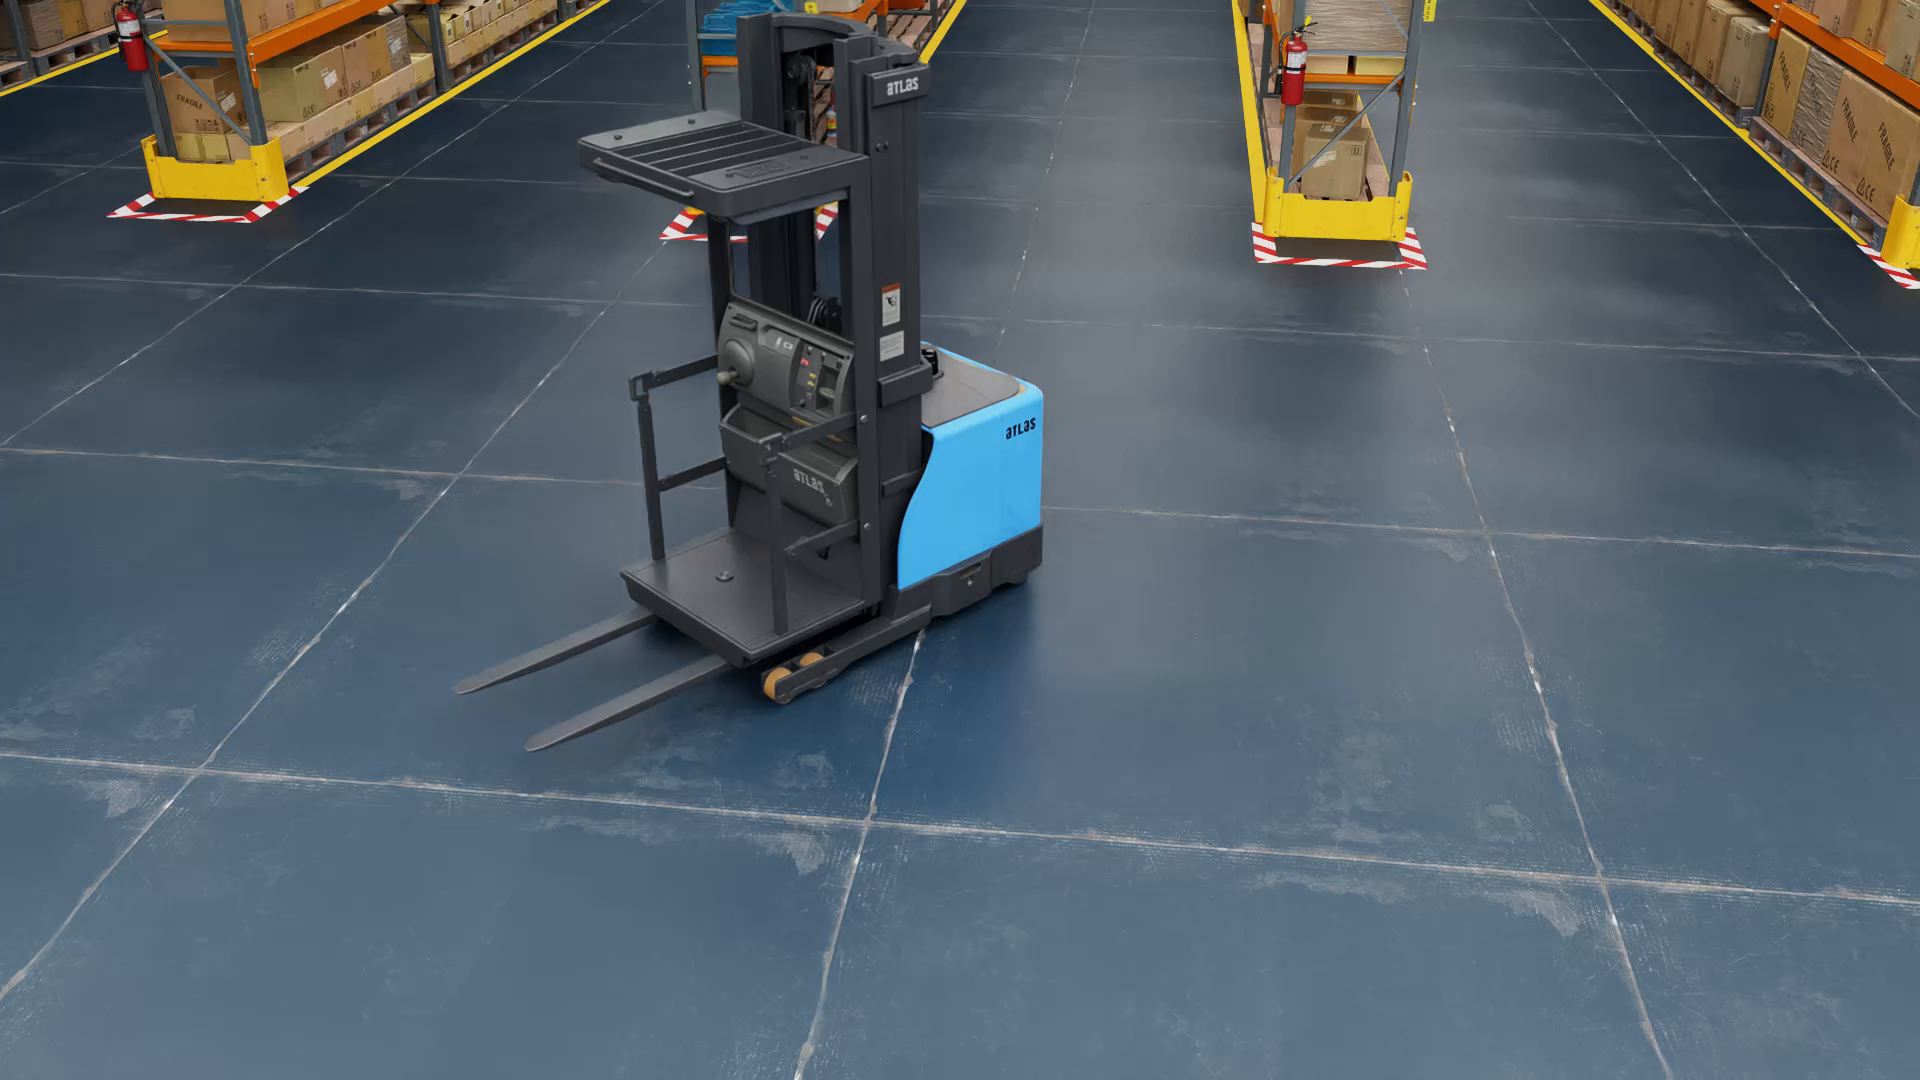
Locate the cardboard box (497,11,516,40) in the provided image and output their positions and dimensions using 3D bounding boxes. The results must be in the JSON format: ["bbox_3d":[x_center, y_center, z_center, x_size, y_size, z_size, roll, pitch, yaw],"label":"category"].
[{"bbox_3d":[-5.711,-6.222,20.092,0.500,0.250,0.500,4,29,7],"label":"cardboard box"}]

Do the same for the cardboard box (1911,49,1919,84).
[{"bbox_3d":[8.058,-3.795,12.974,0.875,0.550,0.550,3,28,6],"label":"cardboard box"}]

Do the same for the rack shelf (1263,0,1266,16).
[{"bbox_3d":[1.464,-7.758,18.322,5.951,3.145,4.000,3,28,6],"label":"rack shelf"}]

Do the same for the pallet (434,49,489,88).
[{"bbox_3d":[-6.143,-5.470,19.180,1.003,0.211,1.213,3,28,6],"label":"pallet"}]

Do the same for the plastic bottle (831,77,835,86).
[{"bbox_3d":[-1.245,-4.640,17.107,0.152,0.276,0.135,3,28,6],"label":"plastic bottle"}]

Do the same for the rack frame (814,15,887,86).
[{"bbox_3d":[-1.279,-6.058,17.333,1.000,3.000,0.127,3,28,6],"label":"rack frame"}]

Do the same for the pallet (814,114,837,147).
[{"bbox_3d":[-1.549,-3.941,16.343,1.003,0.211,1.213,3,28,6],"label":"pallet"}]

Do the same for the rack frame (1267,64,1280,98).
[{"bbox_3d":[3.640,-5.770,16.798,0.949,2.616,0.053,3,28,6],"label":"rack frame"}]

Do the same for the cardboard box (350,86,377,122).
[{"bbox_3d":[-6.212,-4.385,16.683,0.500,0.250,0.500,3,28,6],"label":"cardboard box"}]

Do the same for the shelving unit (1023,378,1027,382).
[{"bbox_3d":[0.206,-0.457,9.150,0.258,0.900,0.210,15,32,25],"label":"shelving unit"}]

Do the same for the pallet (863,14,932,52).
[{"bbox_3d":[-0.922,-6.351,20.817,1.003,0.211,1.213,3,28,6],"label":"pallet"}]

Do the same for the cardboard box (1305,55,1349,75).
[{"bbox_3d":[2.977,-3.923,13.635,0.380,0.149,0.250,3,28,6],"label":"cardboard box"}]

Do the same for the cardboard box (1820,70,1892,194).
[{"bbox_3d":[8.180,-3.539,14.453,0.875,0.875,0.875,3,28,5],"label":"cardboard box"}]

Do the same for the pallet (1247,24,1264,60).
[{"bbox_3d":[4.030,-6.058,20.272,1.003,0.211,1.213,3,28,6],"label":"pallet"}]

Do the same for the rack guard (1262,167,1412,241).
[{"bbox_3d":[3.156,-2.823,13.963,1.175,0.500,0.348,3,28,6],"label":"rack guard"}]

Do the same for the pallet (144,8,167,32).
[{"bbox_3d":[-10.718,-6.922,21.875,1.003,0.211,1.213,3,28,6],"label":"pallet"}]

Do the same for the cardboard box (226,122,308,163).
[{"bbox_3d":[-6.398,-3.679,15.373,0.500,0.250,0.500,3,28,6],"label":"cardboard box"}]

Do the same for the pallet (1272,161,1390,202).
[{"bbox_3d":[3.291,-3.076,14.738,1.003,0.211,1.213,3,28,6],"label":"pallet"}]

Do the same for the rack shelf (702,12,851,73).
[{"bbox_3d":[-1.524,-4.886,15.710,0.919,0.124,3.809,3,28,6],"label":"rack shelf"}]

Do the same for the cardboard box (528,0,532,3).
[{"bbox_3d":[-5.581,-6.946,20.846,0.500,0.311,0.500,3,28,5],"label":"cardboard box"}]

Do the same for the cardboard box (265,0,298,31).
[{"bbox_3d":[-6.555,-4.976,15.218,0.700,0.500,0.500,4,29,8],"label":"cardboard box"}]

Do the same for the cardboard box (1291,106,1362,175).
[{"bbox_3d":[3.279,-3.548,14.867,0.500,0.500,0.500,11,30,19],"label":"cardboard box"}]

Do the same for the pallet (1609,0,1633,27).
[{"bbox_3d":[9.287,-7.030,22.077,1.003,0.211,1.213,3,28,6],"label":"pallet"}]

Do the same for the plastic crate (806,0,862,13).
[{"bbox_3d":[-1.226,-5.163,15.949,0.530,0.136,0.437,3,28,6],"label":"plastic crate"}]

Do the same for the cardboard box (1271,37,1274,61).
[{"bbox_3d":[3.879,-5.638,18.725,0.700,0.500,0.500,1,28,2],"label":"cardboard box"}]

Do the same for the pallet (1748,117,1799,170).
[{"bbox_3d":[8.377,-3.854,16.181,1.003,0.211,1.213,3,28,6],"label":"pallet"}]

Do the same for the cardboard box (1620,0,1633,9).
[{"bbox_3d":[8.975,-7.221,21.684,0.500,0.500,0.500,2,28,4],"label":"cardboard box"}]

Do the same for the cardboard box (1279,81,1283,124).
[{"bbox_3d":[3.486,-4.399,16.445,0.500,0.500,0.500,13,31,22],"label":"cardboard box"}]

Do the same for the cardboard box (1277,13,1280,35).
[{"bbox_3d":[3.057,-4.635,14.957,0.380,0.149,0.250,3,28,6],"label":"cardboard box"}]

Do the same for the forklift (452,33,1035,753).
[{"bbox_3d":[-1.011,-0.756,7.630,2.937,2.867,1.118,-24,37,-37],"label":"forklift"}]

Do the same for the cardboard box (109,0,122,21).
[{"bbox_3d":[-10.869,-6.797,20.876,0.712,0.500,0.516,3,28,5],"label":"cardboard box"}]

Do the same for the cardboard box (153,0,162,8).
[{"bbox_3d":[-10.657,-7.268,21.750,0.700,0.500,0.500,4,29,7],"label":"cardboard box"}]

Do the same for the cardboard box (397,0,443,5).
[{"bbox_3d":[-6.308,-6.257,19.566,0.500,0.311,0.500,3,28,6],"label":"cardboard box"}]

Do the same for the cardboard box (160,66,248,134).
[{"bbox_3d":[-6.914,-4.039,15.251,0.500,0.500,0.500,3,28,6],"label":"cardboard box"}]

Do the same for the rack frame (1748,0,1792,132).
[{"bbox_3d":[8.547,-5.435,16.175,1.000,3.000,0.127,3,28,6],"label":"rack frame"}]

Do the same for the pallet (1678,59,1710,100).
[{"bbox_3d":[8.714,-5.151,18.588,1.003,0.211,1.213,3,28,6],"label":"pallet"}]

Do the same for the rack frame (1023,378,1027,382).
[{"bbox_3d":[0.255,-0.499,9.228,0.240,0.900,0.006,15,32,25],"label":"rack frame"}]

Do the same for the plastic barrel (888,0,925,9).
[{"bbox_3d":[-0.745,-7.402,21.672,0.600,0.830,0.708,3,28,6],"label":"plastic barrel"}]

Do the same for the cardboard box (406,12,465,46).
[{"bbox_3d":[-5.896,-5.749,18.624,0.500,0.311,0.500,3,29,6],"label":"cardboard box"}]

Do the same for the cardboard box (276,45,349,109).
[{"bbox_3d":[-6.290,-4.481,16.070,0.500,0.500,0.500,3,28,6],"label":"cardboard box"}]
